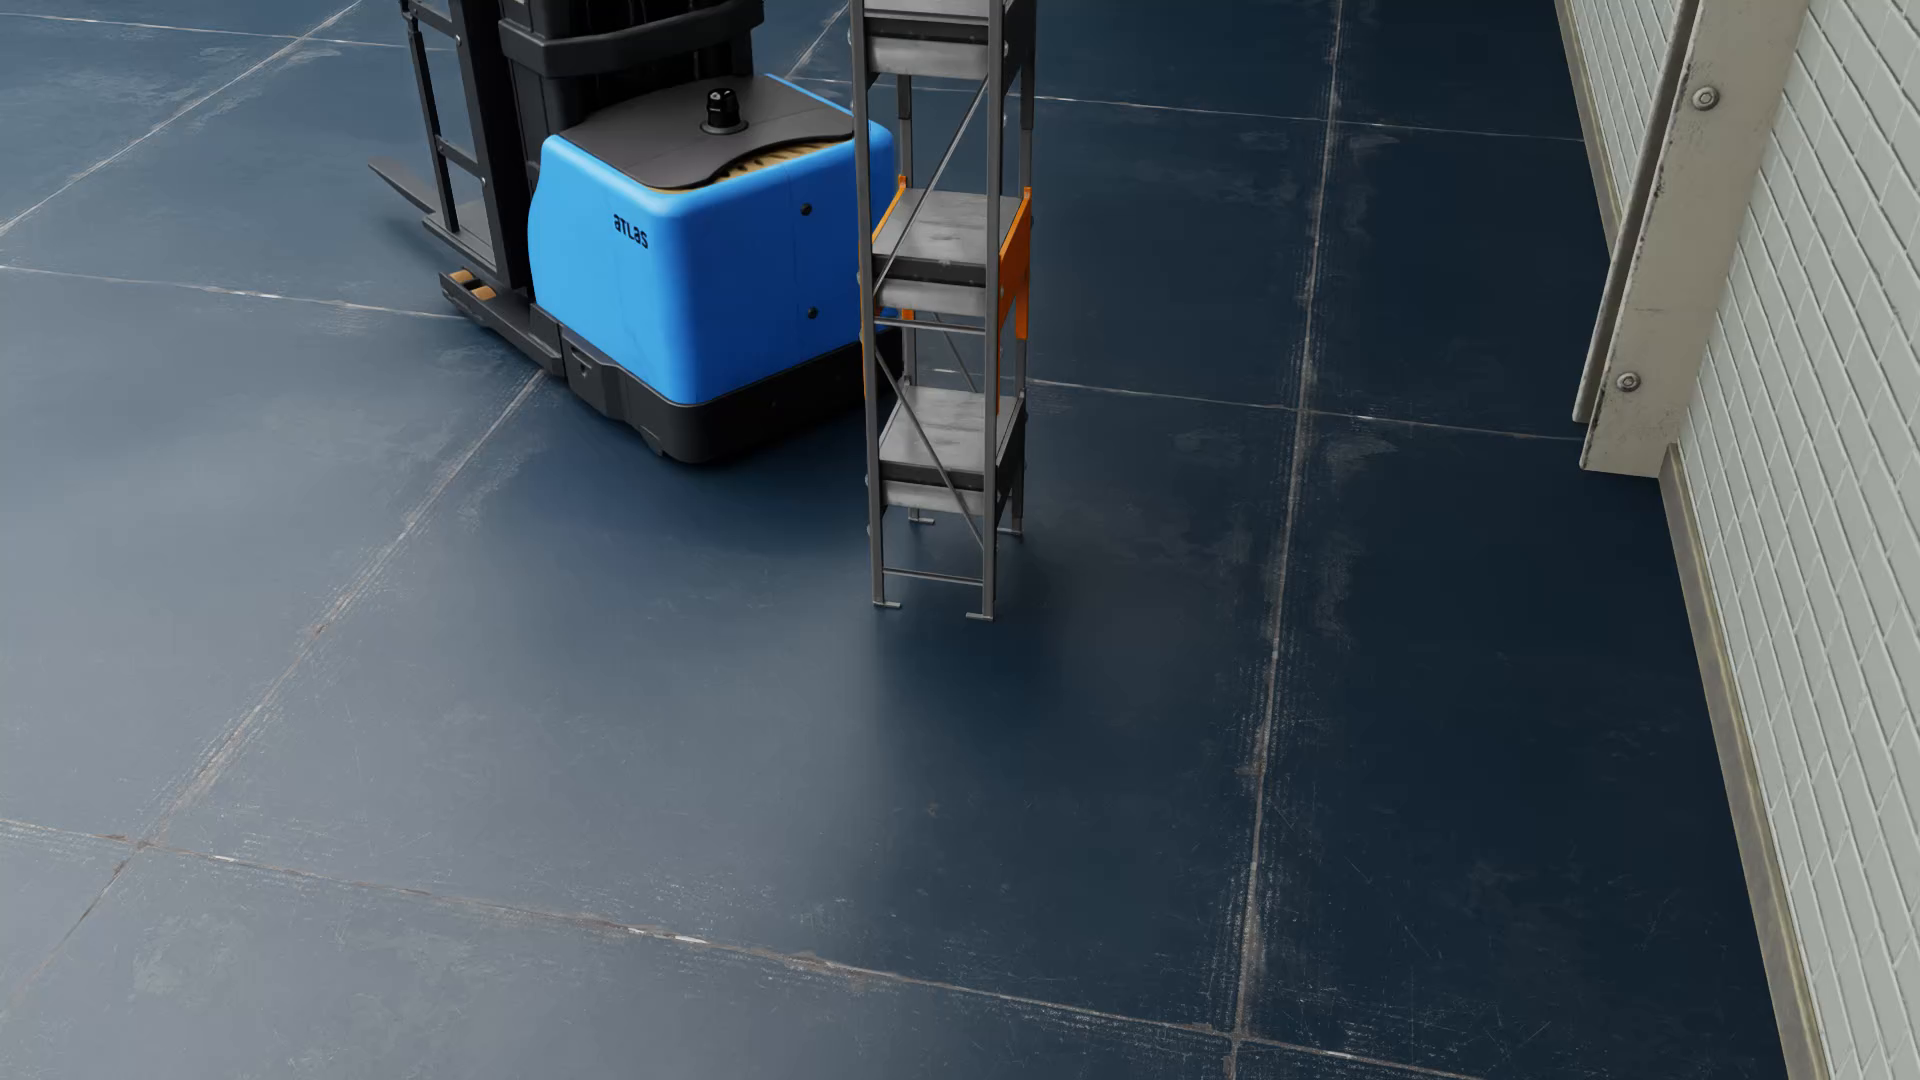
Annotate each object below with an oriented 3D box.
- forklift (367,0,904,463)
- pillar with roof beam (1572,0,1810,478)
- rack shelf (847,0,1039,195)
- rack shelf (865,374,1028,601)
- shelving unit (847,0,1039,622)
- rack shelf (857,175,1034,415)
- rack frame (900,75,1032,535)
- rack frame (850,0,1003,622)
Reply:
[{"bbox_3d":[-1.560,-2.255,6.363,1.130,2.935,3.031,-27,44,-32],"label":"forklift"},{"bbox_3d":[-1.732,-4.538,4.343,9.100,9.000,0.400,7,37,10],"label":"pillar with roof beam"},{"bbox_3d":[-0.035,-1.311,4.600,0.431,0.518,0.480,7,37,10],"label":"rack shelf"},{"bbox_3d":[-0.035,-0.177,5.422,0.431,0.518,0.480,7,37,10],"label":"rack shelf"},{"bbox_3d":[-0.035,-0.755,5.003,0.431,2.100,0.503,7,37,10],"label":"shelving unit"},{"bbox_3d":[-0.035,-0.744,5.011,0.431,0.518,0.480,7,37,10],"label":"rack shelf"},{"bbox_3d":[0.017,-0.895,5.196,0.400,2.100,0.015,7,37,10],"label":"rack frame"},{"bbox_3d":[-0.087,-0.615,4.810,0.400,2.100,0.015,7,37,10],"label":"rack frame"}]
